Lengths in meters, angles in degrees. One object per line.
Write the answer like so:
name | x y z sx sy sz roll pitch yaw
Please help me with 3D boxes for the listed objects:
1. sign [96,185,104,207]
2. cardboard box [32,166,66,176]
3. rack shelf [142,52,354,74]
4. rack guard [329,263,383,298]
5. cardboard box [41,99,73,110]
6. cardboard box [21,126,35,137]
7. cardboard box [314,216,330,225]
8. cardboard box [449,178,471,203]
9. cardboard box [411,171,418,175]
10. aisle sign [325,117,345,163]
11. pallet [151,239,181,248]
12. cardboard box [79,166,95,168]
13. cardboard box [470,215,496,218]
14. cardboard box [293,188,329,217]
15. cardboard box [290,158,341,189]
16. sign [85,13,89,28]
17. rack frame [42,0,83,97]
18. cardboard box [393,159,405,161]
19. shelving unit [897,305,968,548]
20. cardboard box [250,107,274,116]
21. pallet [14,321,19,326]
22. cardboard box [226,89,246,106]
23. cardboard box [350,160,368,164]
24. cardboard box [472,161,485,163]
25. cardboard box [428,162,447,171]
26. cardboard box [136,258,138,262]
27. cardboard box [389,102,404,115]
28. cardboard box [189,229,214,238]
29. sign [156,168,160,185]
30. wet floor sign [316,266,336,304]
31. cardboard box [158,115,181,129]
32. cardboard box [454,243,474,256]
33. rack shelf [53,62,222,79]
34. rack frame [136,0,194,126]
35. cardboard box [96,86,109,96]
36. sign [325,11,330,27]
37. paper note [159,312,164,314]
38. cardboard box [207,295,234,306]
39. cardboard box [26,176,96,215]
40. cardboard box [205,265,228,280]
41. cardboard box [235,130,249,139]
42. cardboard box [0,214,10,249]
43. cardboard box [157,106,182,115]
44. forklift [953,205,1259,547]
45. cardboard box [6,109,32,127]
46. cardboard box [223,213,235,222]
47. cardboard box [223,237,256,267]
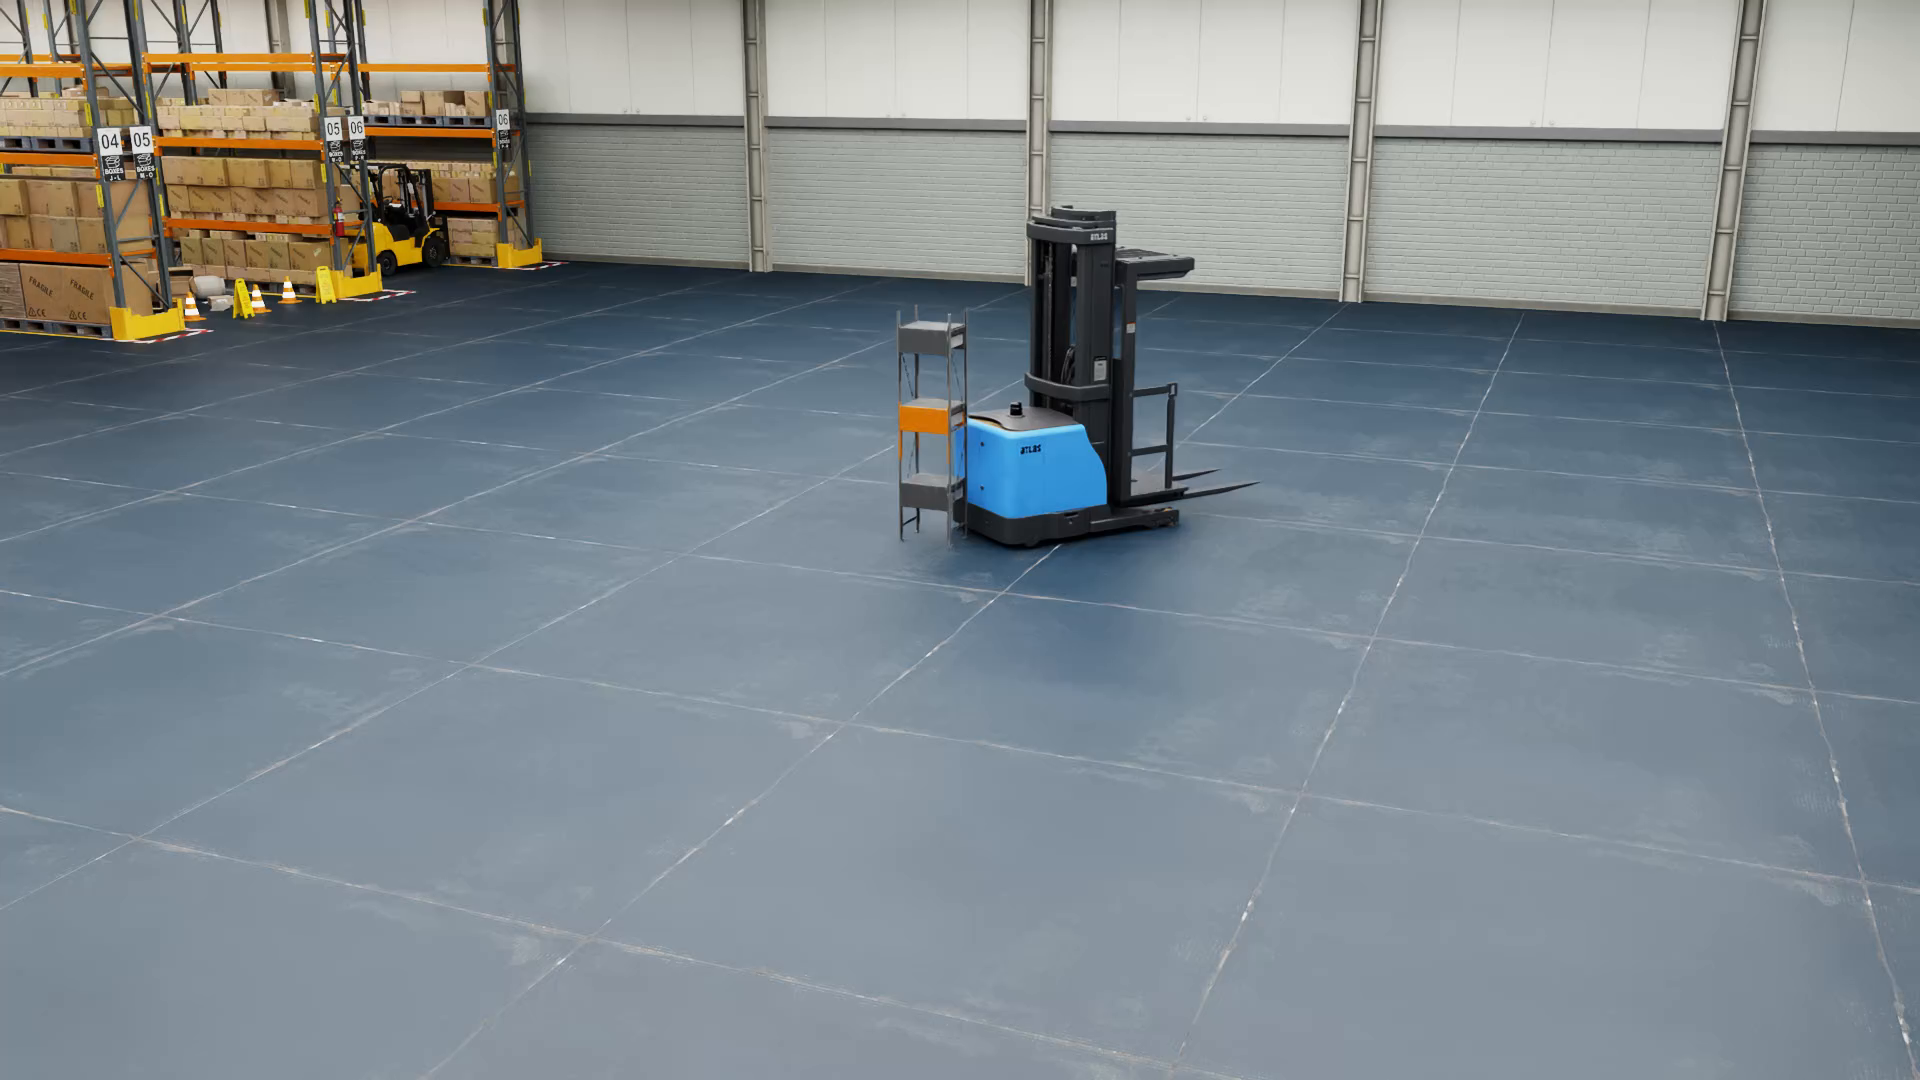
sign | -13.110 -5.243 25.353 0.005 0.325 0.100 6 17 21
cardboard box | -17.797 -7.060 32.647 0.500 0.500 0.500 7 18 23
rack shelf | -13.036 -8.746 30.454 4.000 0.370 1.077 6 17 21
rack guard | -11.246 -4.814 30.860 0.348 0.500 1.175 6 17 21
cardboard box | -13.806 -6.664 25.455 0.250 0.149 0.380 7 17 22
cardboard box | -14.279 -6.333 25.745 0.250 0.149 0.380 6 17 20
cardboard box | -11.602 -5.869 30.461 0.250 0.149 0.380 7 18 22
cardboard box | -10.391 -7.380 35.037 0.500 0.500 0.500 7 18 22
cardboard box | -11.448 -7.799 35.316 0.250 0.149 0.380 6 17 19
aisle sign | -11.225 -7.174 29.842 0.004 0.787 0.394 6 17 21
pallet | -18.612 -6.985 38.857 1.213 0.211 1.003 6 17 21
cardboard box | -17.138 -7.142 32.929 0.500 0.500 0.500 5 17 17
cardboard box | -10.202 -6.804 35.617 0.500 0.250 0.500 6 17 21
cardboard box | -11.782 -6.182 30.375 0.500 0.500 0.500 6 17 20
cardboard box | -11.731 -6.674 30.275 0.500 0.500 0.700 6 17 19
sign | -20.323 -12.072 38.658 0.005 0.325 0.100 6 17 21
rack frame | -20.521 -11.403 38.313 0.127 3.000 1.000 6 17 21
cardboard box | -12.202 -8.192 36.135 0.250 0.149 0.380 6 17 20
shelving unit | -0.241 -1.014 14.901 0.503 2.100 0.431 7 18 22
cardboard box | -12.744 -7.825 30.388 0.250 0.149 0.380 6 17 19
pallet | -15.940 -3.685 27.487 1.213 0.211 1.003 6 17 21
cardboard box | -15.709 -9.688 36.674 0.500 0.500 0.700 6 17 20
cardboard box | -12.891 -8.097 35.807 0.250 0.149 0.380 7 17 22
cardboard box | -10.299 -7.975 35.387 0.250 0.149 0.380 6 17 21
cardboard box | -10.993 -7.884 35.073 0.250 0.149 0.380 7 17 22
cardboard box | -16.056 -5.481 32.635 0.625 0.372 0.950 7 18 24
cardboard box | -11.810 -9.099 35.064 0.258 0.266 0.396 6 17 19
cardboard box | -14.353 -5.810 31.477 0.250 0.149 0.380 7 17 21
sign | -15.097 -6.828 31.236 0.005 0.325 0.100 6 17 21
wet floor sign | -11.392 -4.579 29.790 0.232 0.644 0.267 14 21 40
cardboard box | -14.588 -7.811 31.056 0.500 0.250 0.500 6 17 19
cardboard box | -10.370 -6.195 35.312 0.500 0.250 0.500 6 17 21
rack shelf | -18.661 -10.661 37.764 4.000 0.370 1.077 6 17 21
rack frame | -14.897 -9.297 31.058 0.127 3.000 1.000 6 17 21
cardboard box | -19.953 -10.402 38.484 0.258 0.266 0.396 6 17 21
sign | -13.267 -10.930 34.863 0.005 0.325 0.100 6 17 21
paper note | -13.695 -3.883 28.496 0.142 0.017 0.144 14 21 40
cardboard box | -13.136 -4.248 29.539 0.380 0.149 0.250 -12 20 -37
cardboard box | -14.246 -5.476 26.451 0.550 0.550 0.875 6 17 21
cardboard box | -13.946 -5.115 31.592 0.500 0.250 0.500 7 18 24
cardboard box | -13.055 -7.436 30.479 0.250 0.149 0.380 6 17 20
cardboard box | -15.292 -5.023 26.827 0.550 0.550 0.875 6 17 21
cardboard box | -14.724 -8.002 30.997 0.250 0.149 0.380 6 17 20
forklift | 1.467 -1.627 15.520 3.031 2.935 1.130 -9 19 -29
cardboard box | -14.387 -6.554 25.793 0.500 0.250 0.500 6 17 20
cardboard box | -13.535 -6.047 31.073 0.250 0.149 0.380 6 17 21
cardboard box | -13.463 -5.422 31.303 0.500 0.500 0.500 7 18 24
